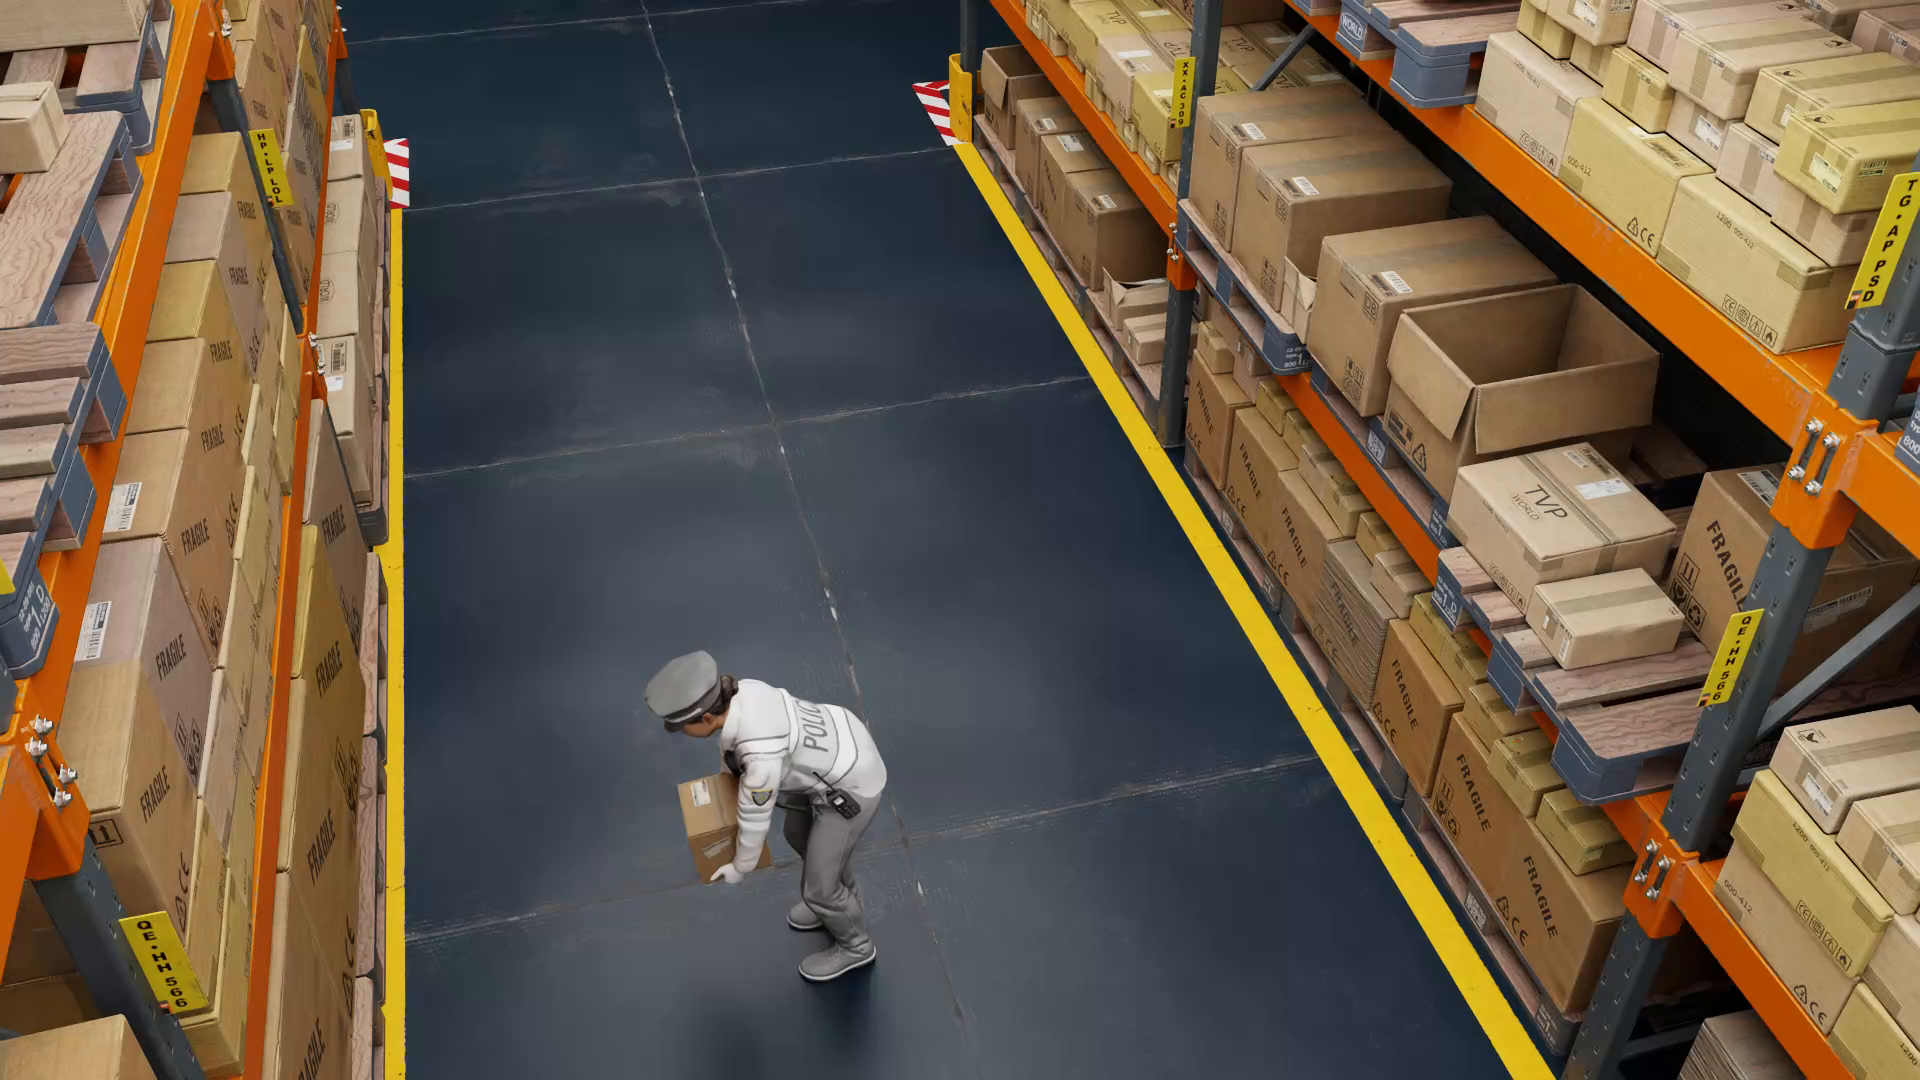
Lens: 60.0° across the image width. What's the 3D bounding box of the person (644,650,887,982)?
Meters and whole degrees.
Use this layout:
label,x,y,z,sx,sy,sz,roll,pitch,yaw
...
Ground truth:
label,x,y,z,sx,sy,sz,roll,pitch,yaw
person,-0.625,0.939,5.688,0.756,1.474,0.414,-10,40,-13
